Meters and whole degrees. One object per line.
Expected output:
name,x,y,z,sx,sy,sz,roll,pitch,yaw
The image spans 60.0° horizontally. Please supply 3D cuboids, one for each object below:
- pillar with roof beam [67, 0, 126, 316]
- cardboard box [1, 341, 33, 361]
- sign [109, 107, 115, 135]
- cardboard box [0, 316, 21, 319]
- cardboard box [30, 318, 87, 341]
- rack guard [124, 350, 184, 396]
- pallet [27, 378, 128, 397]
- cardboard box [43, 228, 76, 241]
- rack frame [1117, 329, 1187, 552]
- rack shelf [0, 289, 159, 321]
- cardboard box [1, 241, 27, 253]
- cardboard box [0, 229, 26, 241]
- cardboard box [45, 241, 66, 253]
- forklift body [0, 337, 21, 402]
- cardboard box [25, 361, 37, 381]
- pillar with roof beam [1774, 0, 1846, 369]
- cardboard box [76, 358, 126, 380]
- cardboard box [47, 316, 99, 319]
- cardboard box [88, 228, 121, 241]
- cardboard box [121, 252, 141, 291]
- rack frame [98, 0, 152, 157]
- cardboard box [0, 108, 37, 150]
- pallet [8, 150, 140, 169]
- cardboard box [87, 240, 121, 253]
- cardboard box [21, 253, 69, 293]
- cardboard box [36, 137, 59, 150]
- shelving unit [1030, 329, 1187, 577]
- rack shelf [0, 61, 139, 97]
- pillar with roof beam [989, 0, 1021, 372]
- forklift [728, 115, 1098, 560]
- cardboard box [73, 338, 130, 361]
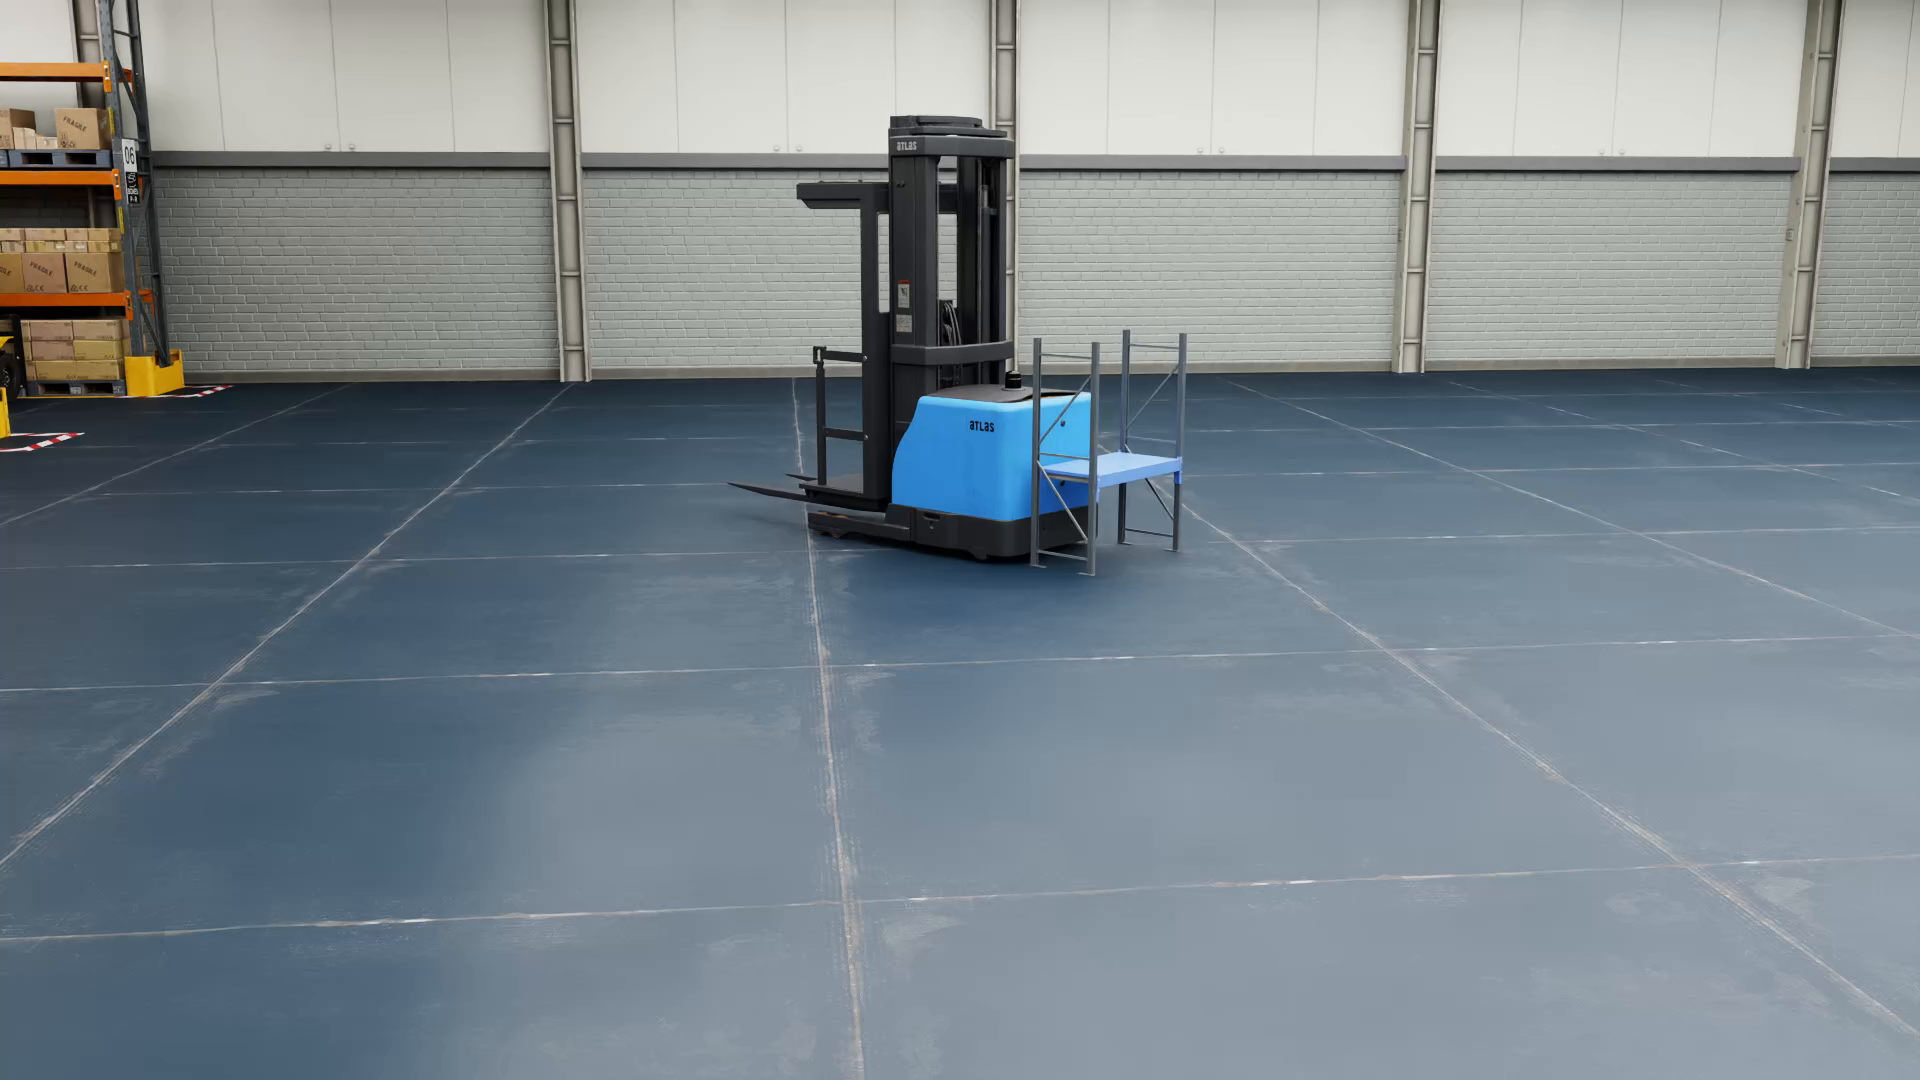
pillar with roof beam,-10.850,-5.688,17.475,0.400,9.000,9.100,-1,11,-6
cardboard box,-11.987,-2.421,21.150,0.500,0.250,0.500,-1,11,-7
sign,-10.481,-5.175,20.550,0.005,0.325,0.100,-1,11,-6
cardboard box,-12.529,-2.757,21.563,0.500,0.250,0.500,-1,11,-7
cardboard box,-11.457,-2.678,21.163,0.500,0.250,0.500,-1,11,-5
rack guard,-10.502,-2.186,21.691,0.348,0.500,1.175,-1,11,-6
pallet,-11.281,-2.020,21.595,1.213,0.211,1.003,-1,11,-6
cardboard box,-11.358,-3.856,20.993,0.250,0.149,0.380,-1,11,-5
rack frame,1.319,-0.685,11.454,0.500,1.500,0.032,10,15,39
rack shelf,-12.514,-3.017,21.305,4.000,0.370,1.077,-1,11,-6
cardboard box,-11.864,-3.696,20.952,0.250,0.149,0.380,-2,11,-8
cardboard box,-11.861,-3.838,20.903,0.250,0.149,0.380,-1,11,-5
cardboard box,-11.356,-3.714,21.042,0.250,0.149,0.380,-1,11,-5
forklift body,-12.214,-2.606,19.549,1.214,2.155,2.313,-1,11,-6
cardboard box,-11.952,-2.181,21.227,0.500,0.250,0.500,-1,11,-5
pillar with roof beam,13.009,-6.188,20.018,0.400,9.000,9.100,-1,11,-6
cardboard box,-10.959,-2.199,21.314,0.500,0.250,0.500,-1,11,-6
cardboard box,-11.520,-2.775,21.653,0.500,0.250,0.500,-1,11,-6
cardboard box,-10.859,-3.877,21.103,0.250,0.149,0.380,-1,11,-6
cardboard box,-11.048,-3.504,21.657,0.500,0.500,0.500,-1,11,-4
rack frame,-10.526,-6.356,20.869,0.127,3.000,1.000,-1,11,-6
cardboard box,-11.968,-5.130,20.803,0.500,0.500,0.700,-1,11,-6
pallet,-11.231,-4.831,21.117,1.213,0.211,1.003,-1,11,-6
cardboard box,-10.840,-3.718,21.065,0.250,0.149,0.380,-1,11,-5
cardboard box,-11.503,-3.391,21.084,0.500,0.500,0.500,-1,11,-4
cardboard box,-11.317,-4.940,20.748,0.250,0.149,0.380,-2,11,-8
shelving unit,0.994,-0.609,11.070,0.538,1.500,1.048,10,15,39
rack shelf,-12.514,-5.765,20.765,4.000,0.370,1.077,-1,11,-6
pillar with roof beam,1.080,-5.938,18.747,0.400,9.000,9.100,-1,11,-6
forklift,-0.469,-1.519,11.999,3.031,2.935,1.130,10,15,41
cardboard box,-10.976,-2.444,21.268,0.500,0.250,0.500,-1,11,-7
